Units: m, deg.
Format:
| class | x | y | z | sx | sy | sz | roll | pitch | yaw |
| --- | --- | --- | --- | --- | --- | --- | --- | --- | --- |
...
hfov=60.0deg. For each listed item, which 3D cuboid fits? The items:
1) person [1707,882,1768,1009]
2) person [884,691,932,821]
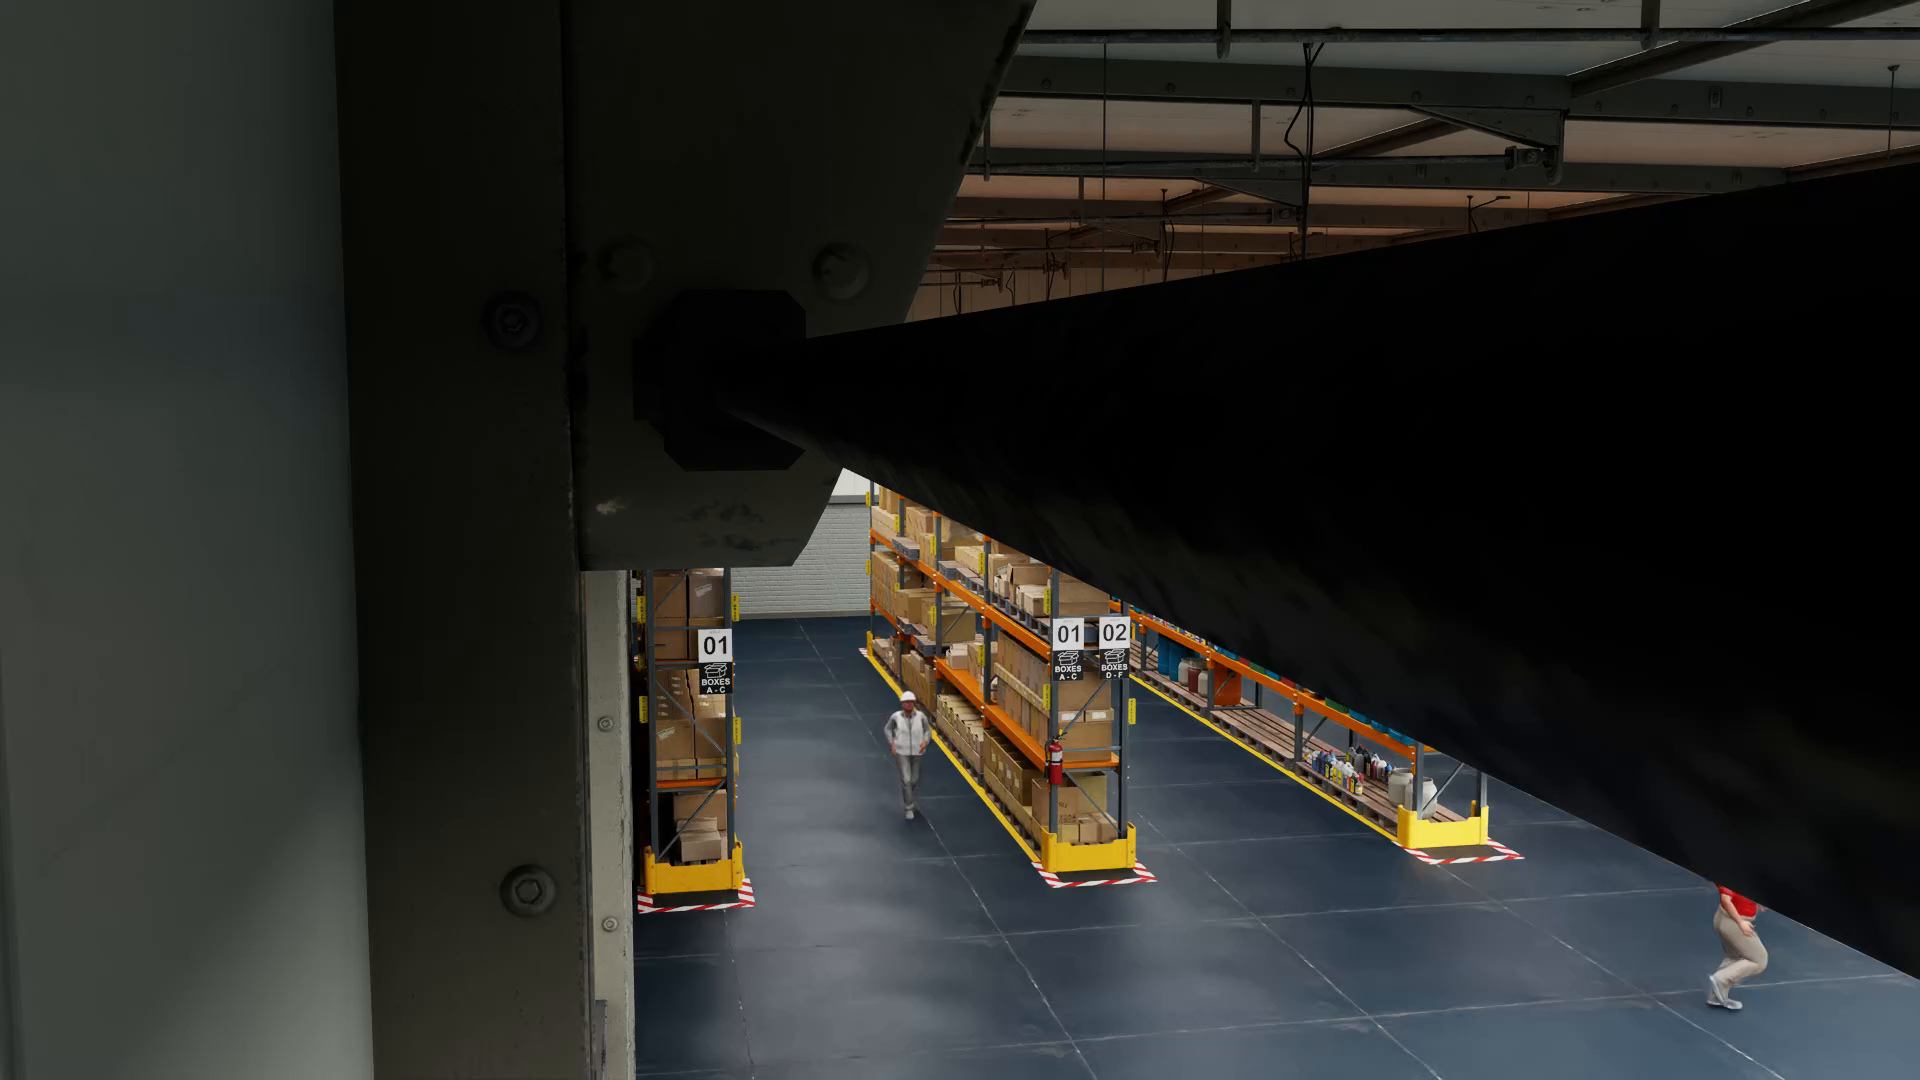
| class | x | y | z | sx | sy | sz | roll | pitch | yaw |
| --- | --- | --- | --- | --- | --- | --- | --- | --- | --- |
| person | 7.660 | 3.791 | 16.354 | 0.590 | 1.686 | 0.657 | 1 | 6 | 6 |
| person | -0.732 | 3.010 | 23.576 | 0.673 | 1.770 | 0.849 | -1 | 6 | -12 |
